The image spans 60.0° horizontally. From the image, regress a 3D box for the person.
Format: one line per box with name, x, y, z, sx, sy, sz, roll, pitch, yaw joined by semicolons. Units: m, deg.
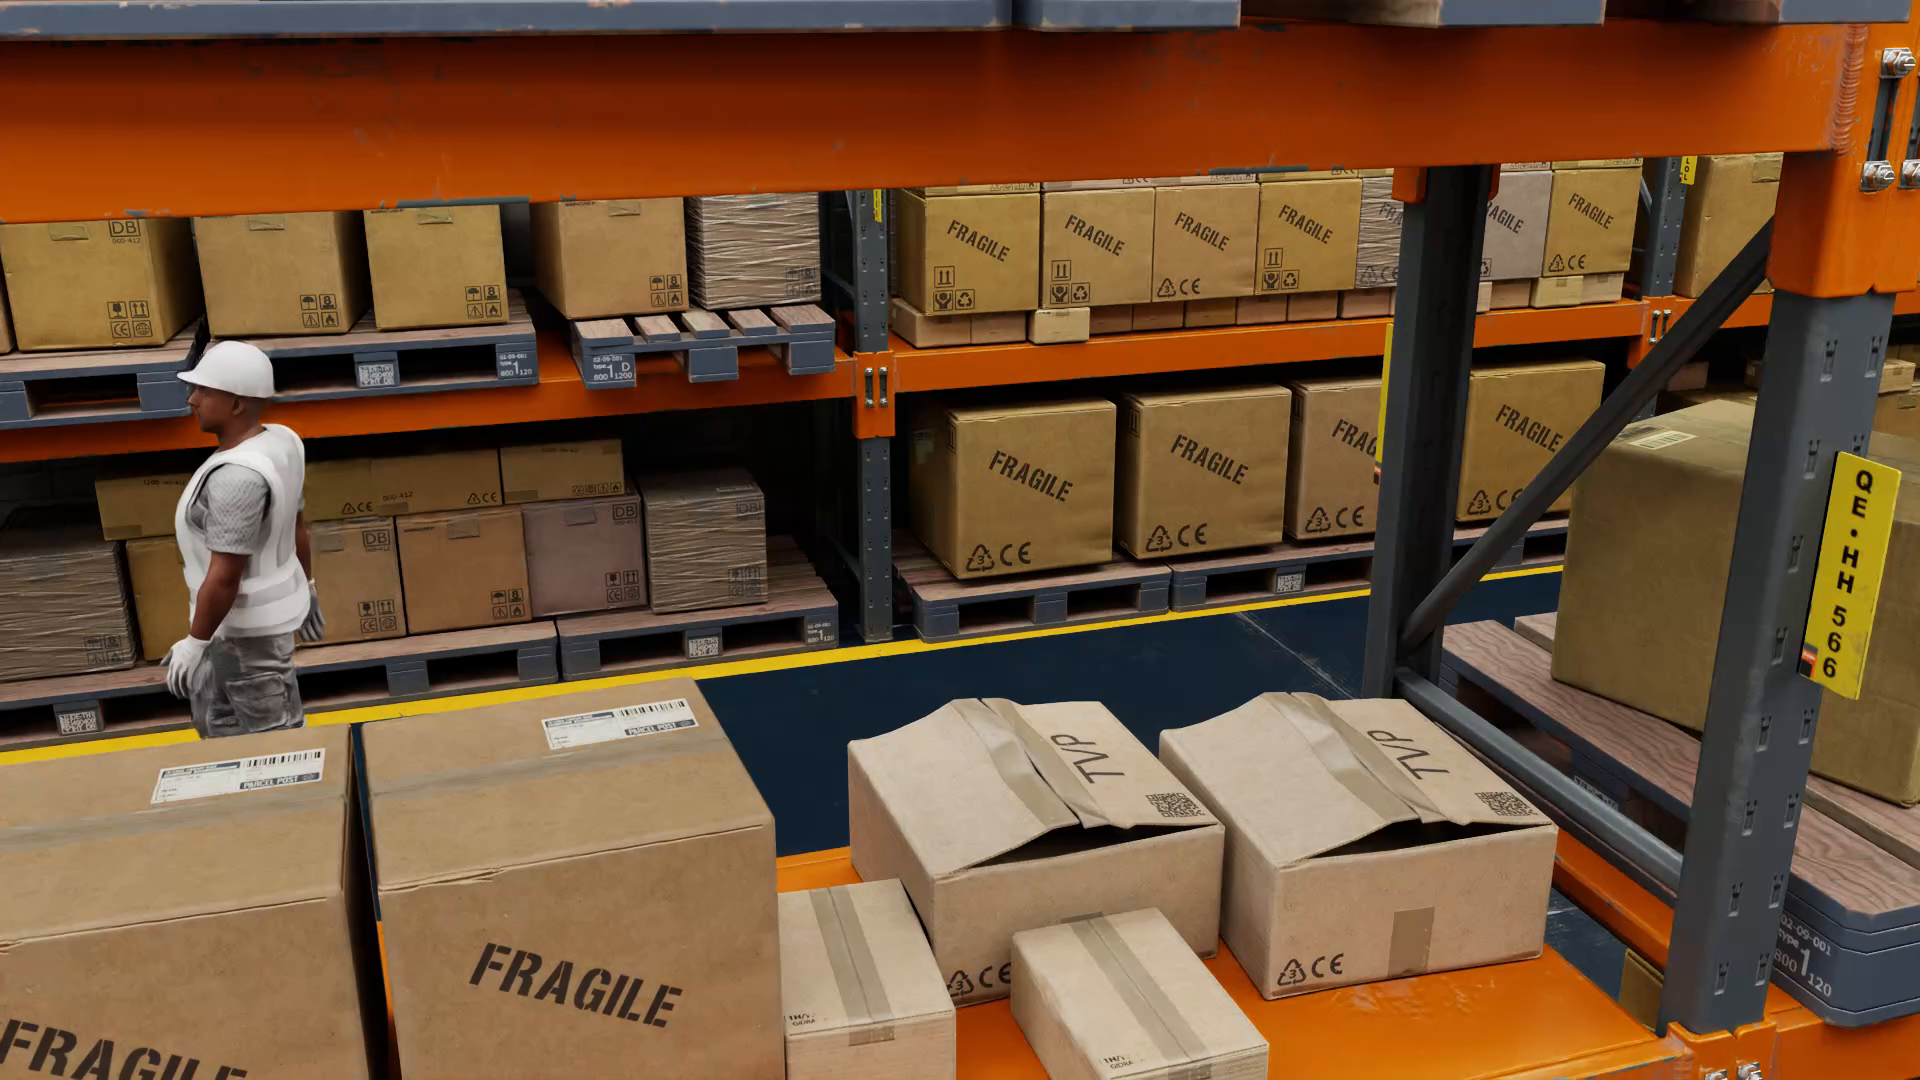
person;-2.291;0.290;5.244;0.626;1.846;0.602;-4;19;-10
